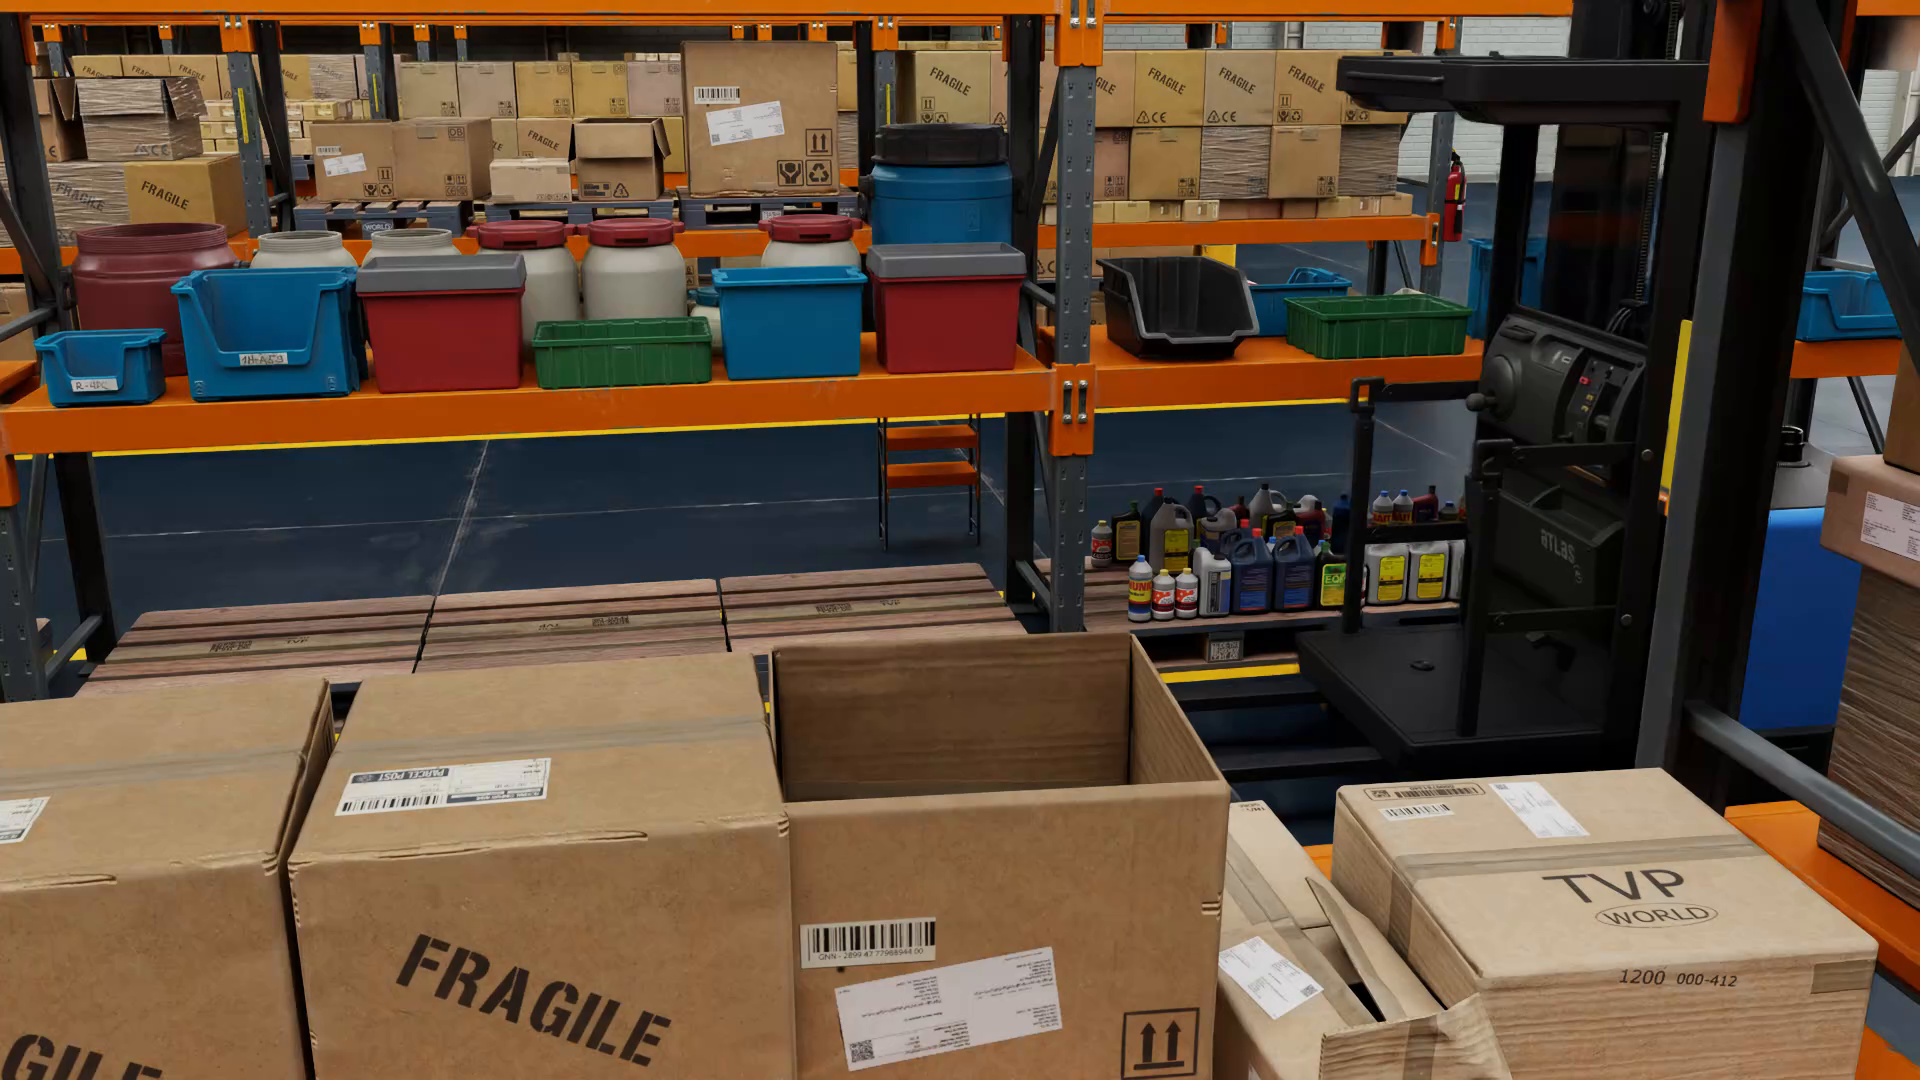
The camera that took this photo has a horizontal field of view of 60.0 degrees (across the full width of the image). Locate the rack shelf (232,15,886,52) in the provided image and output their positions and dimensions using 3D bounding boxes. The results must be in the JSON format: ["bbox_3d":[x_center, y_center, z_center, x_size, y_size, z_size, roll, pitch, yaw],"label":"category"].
[{"bbox_3d":[-2.545,-3.413,10.930,4.000,0.370,1.077,-3,17,-10],"label":"rack shelf"}]

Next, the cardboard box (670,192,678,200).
[{"bbox_3d":[-3.681,-4.164,21.022,0.625,0.372,0.950,-2,17,-7],"label":"cardboard box"}]

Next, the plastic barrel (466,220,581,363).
[{"bbox_3d":[-1.768,-1.016,6.780,0.433,0.535,0.433,0,17,0],"label":"plastic barrel"}]

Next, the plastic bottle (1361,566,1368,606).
[{"bbox_3d":[1.697,0.176,7.146,0.097,0.201,0.097,0,17,0],"label":"plastic bottle"}]

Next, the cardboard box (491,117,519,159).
[{"bbox_3d":[-4.360,-3.671,15.484,0.500,0.500,0.500,-3,17,-11],"label":"cardboard box"}]

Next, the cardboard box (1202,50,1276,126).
[{"bbox_3d":[1.872,-3.166,11.632,0.500,0.500,0.500,-3,17,-10],"label":"cardboard box"}]

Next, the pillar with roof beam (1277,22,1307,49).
[{"bbox_3d":[6.374,-9.126,23.199,0.400,9.000,9.100,-3,17,-10],"label":"pillar with roof beam"}]

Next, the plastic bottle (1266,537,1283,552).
[{"bbox_3d":[1.349,0.120,7.211,0.097,0.271,0.097,0,17,0],"label":"plastic bottle"}]

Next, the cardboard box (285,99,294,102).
[{"bbox_3d":[-6.346,-4.014,15.470,0.250,0.149,0.380,-3,17,-11],"label":"cardboard box"}]

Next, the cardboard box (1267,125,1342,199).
[{"bbox_3d":[2.333,-2.762,12.017,0.500,0.500,0.875,-3,17,-10],"label":"cardboard box"}]

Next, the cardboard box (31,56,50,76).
[{"bbox_3d":[-10.727,-5.265,18.972,0.500,0.500,0.500,-3,17,-11],"label":"cardboard box"}]

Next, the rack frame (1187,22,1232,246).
[{"bbox_3d":[2.505,-4.092,17.026,0.127,3.000,1.000,-3,17,-10],"label":"rack frame"}]

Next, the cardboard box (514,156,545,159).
[{"bbox_3d":[-2.922,-2.518,11.416,0.258,0.266,0.396,-4,17,-12],"label":"cardboard box"}]

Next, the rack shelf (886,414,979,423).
[{"bbox_3d":[-0.163,-0.714,8.560,0.480,0.148,0.258,-3,17,-10],"label":"rack shelf"}]

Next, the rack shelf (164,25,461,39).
[{"bbox_3d":[-9.297,-7.477,24.164,4.000,0.370,1.077,-3,17,-10],"label":"rack shelf"}]

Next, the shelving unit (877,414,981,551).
[{"bbox_3d":[-0.163,-0.564,8.606,0.503,1.200,0.258,-3,17,-10],"label":"shelving unit"}]

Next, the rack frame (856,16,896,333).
[{"bbox_3d":[-0.581,-2.434,11.627,0.127,3.000,1.000,-3,17,-10],"label":"rack frame"}]

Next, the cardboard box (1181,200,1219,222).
[{"bbox_3d":[1.653,-2.347,11.774,0.250,0.149,0.380,-3,17,-10],"label":"cardboard box"}]

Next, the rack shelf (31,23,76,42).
[{"bbox_3d":[-12.280,-5.824,18.780,4.000,0.370,1.077,-3,17,-10],"label":"rack shelf"}]

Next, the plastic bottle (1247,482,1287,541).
[{"bbox_3d":[1.442,-0.098,7.784,0.185,0.351,0.144,-3,17,-11],"label":"plastic bottle"}]

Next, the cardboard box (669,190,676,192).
[{"bbox_3d":[-4.680,-5.714,25.635,0.625,0.625,0.875,-3,17,-11],"label":"cardboard box"}]

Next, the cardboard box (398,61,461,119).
[{"bbox_3d":[-4.908,-4.195,15.486,0.500,0.500,0.700,-3,17,-11],"label":"cardboard box"}]

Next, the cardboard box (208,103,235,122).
[{"bbox_3d":[-6.510,-3.808,14.802,0.250,0.149,0.380,-3,17,-9],"label":"cardboard box"}]

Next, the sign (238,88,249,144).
[{"bbox_3d":[-4.400,-2.605,10.212,0.005,0.325,0.100,-3,17,-10],"label":"sign"}]

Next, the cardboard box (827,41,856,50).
[{"bbox_3d":[-1.482,-5.943,20.672,0.500,0.500,0.700,-3,17,-10],"label":"cardboard box"}]

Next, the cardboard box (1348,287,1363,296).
[{"bbox_3d":[2.730,-1.633,12.561,0.500,0.500,0.500,0,17,0],"label":"cardboard box"}]

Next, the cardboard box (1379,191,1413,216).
[{"bbox_3d":[3.106,-2.461,12.144,0.250,0.149,0.380,-3,17,-10],"label":"cardboard box"}]

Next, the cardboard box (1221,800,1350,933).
[{"bbox_3d":[0.386,0.532,2.397,0.250,0.149,0.380,-3,17,-10],"label":"cardboard box"}]

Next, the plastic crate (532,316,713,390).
[{"bbox_3d":[-1.298,-0.726,6.429,0.662,0.188,0.450,-3,17,-10],"label":"plastic crate"}]

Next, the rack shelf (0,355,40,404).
[{"bbox_3d":[-5.533,-0.328,5.996,4.000,0.370,1.077,-3,17,-10],"label":"rack shelf"}]

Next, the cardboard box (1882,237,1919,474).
[{"bbox_3d":[1.729,-0.273,2.210,0.500,0.500,0.700,-3,17,-10],"label":"cardboard box"}]

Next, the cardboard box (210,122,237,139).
[{"bbox_3d":[-6.514,-3.666,14.845,0.250,0.149,0.380,-3,17,-10],"label":"cardboard box"}]

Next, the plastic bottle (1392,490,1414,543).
[{"bbox_3d":[2.110,-0.105,7.942,0.097,0.271,0.097,0,17,0],"label":"plastic bottle"}]

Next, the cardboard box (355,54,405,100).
[{"bbox_3d":[-6.847,-5.490,19.703,0.500,0.500,0.500,-4,17,-12],"label":"cardboard box"}]

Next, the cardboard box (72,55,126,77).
[{"bbox_3d":[-9.829,-5.313,19.126,0.500,0.500,0.500,-3,17,-10],"label":"cardboard box"}]

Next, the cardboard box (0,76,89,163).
[{"bbox_3d":[-5.870,-2.667,10.507,0.637,0.503,0.797,-3,17,-9],"label":"cardboard box"}]

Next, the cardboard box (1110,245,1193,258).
[{"bbox_3d":[1.851,-3.221,17.092,0.875,0.875,0.875,-3,17,-10],"label":"cardboard box"}]

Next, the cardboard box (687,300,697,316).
[{"bbox_3d":[-1.660,-1.400,11.770,0.500,0.500,0.700,-3,17,-11],"label":"cardboard box"}]

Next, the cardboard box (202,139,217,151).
[{"bbox_3d":[-6.753,-3.511,14.848,0.250,0.149,0.380,-4,18,-13],"label":"cardboard box"}]

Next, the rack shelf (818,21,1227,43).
[{"bbox_3d":[0.541,-5.071,16.329,4.000,0.370,1.077,-3,17,-10],"label":"rack shelf"}]

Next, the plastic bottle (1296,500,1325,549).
[{"bbox_3d":[1.623,-0.043,7.720,0.133,0.283,0.061,-3,17,-10],"label":"plastic bottle"}]

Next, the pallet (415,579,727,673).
[{"bbox_3d":[-1.606,0.451,6.985,1.213,0.211,1.003,-3,17,-10],"label":"pallet"}]

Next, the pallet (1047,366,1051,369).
[{"bbox_3d":[0.072,-1.149,12.192,1.213,0.211,1.003,-3,17,-10],"label":"pallet"}]

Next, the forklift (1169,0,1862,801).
[{"bbox_3d":[1.848,-0.569,5.671,3.031,2.935,1.130,-3,17,-9],"label":"forklift"}]

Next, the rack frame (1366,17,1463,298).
[{"bbox_3d":[3.346,-2.657,12.353,0.127,3.000,1.000,-3,17,-10],"label":"rack frame"}]

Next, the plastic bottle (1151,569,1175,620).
[{"bbox_3d":[0.854,0.224,6.990,0.097,0.201,0.097,0,17,0],"label":"plastic bottle"}]

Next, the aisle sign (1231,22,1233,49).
[{"bbox_3d":[2.631,-5.252,16.376,0.004,0.787,0.394,-3,17,-10],"label":"aisle sign"}]

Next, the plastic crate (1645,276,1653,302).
[{"bbox_3d":[3.212,-1.009,7.242,0.408,0.251,0.499,-3,17,-10],"label":"plastic crate"}]
